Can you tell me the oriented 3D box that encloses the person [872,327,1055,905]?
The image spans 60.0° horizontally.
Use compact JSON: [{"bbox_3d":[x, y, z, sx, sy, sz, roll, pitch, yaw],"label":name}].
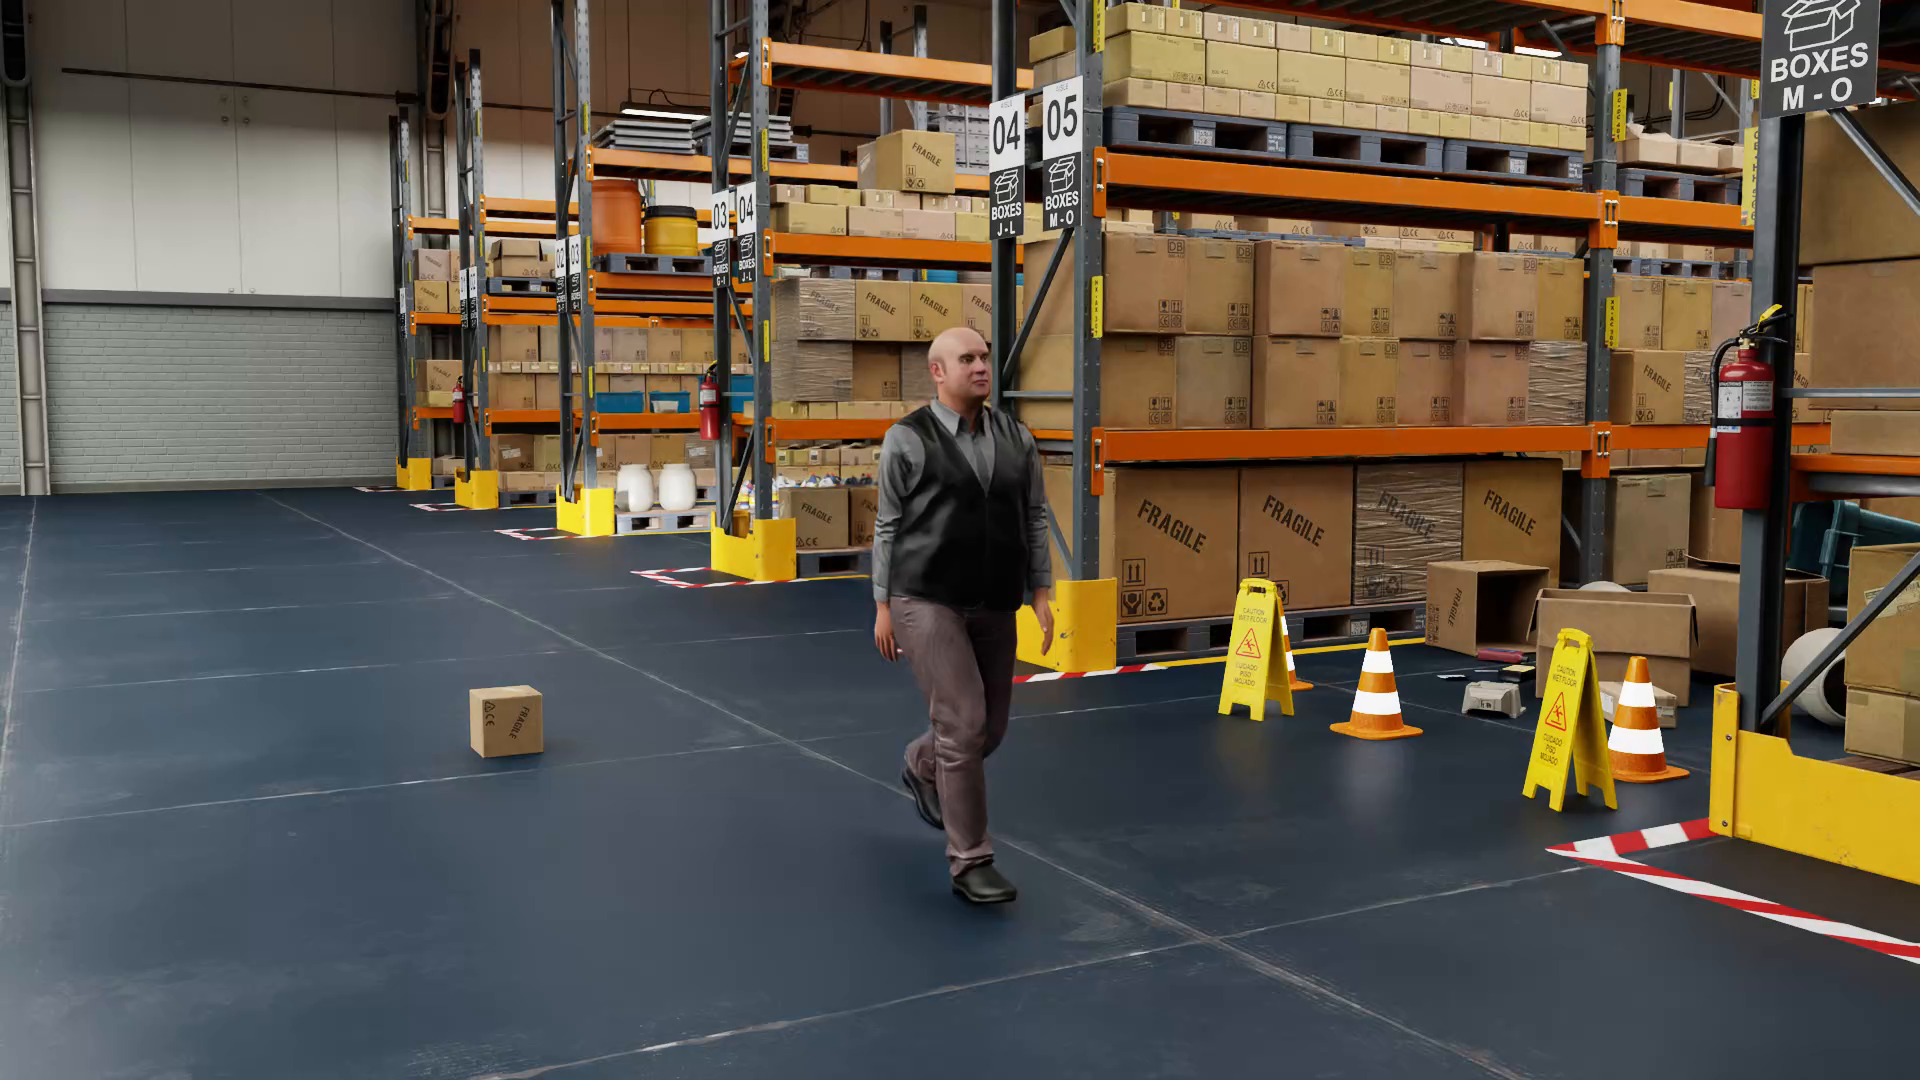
[{"bbox_3d":[-0.012,0.196,5.131,0.548,1.687,0.926,-3,6,-31],"label":"person"}]
